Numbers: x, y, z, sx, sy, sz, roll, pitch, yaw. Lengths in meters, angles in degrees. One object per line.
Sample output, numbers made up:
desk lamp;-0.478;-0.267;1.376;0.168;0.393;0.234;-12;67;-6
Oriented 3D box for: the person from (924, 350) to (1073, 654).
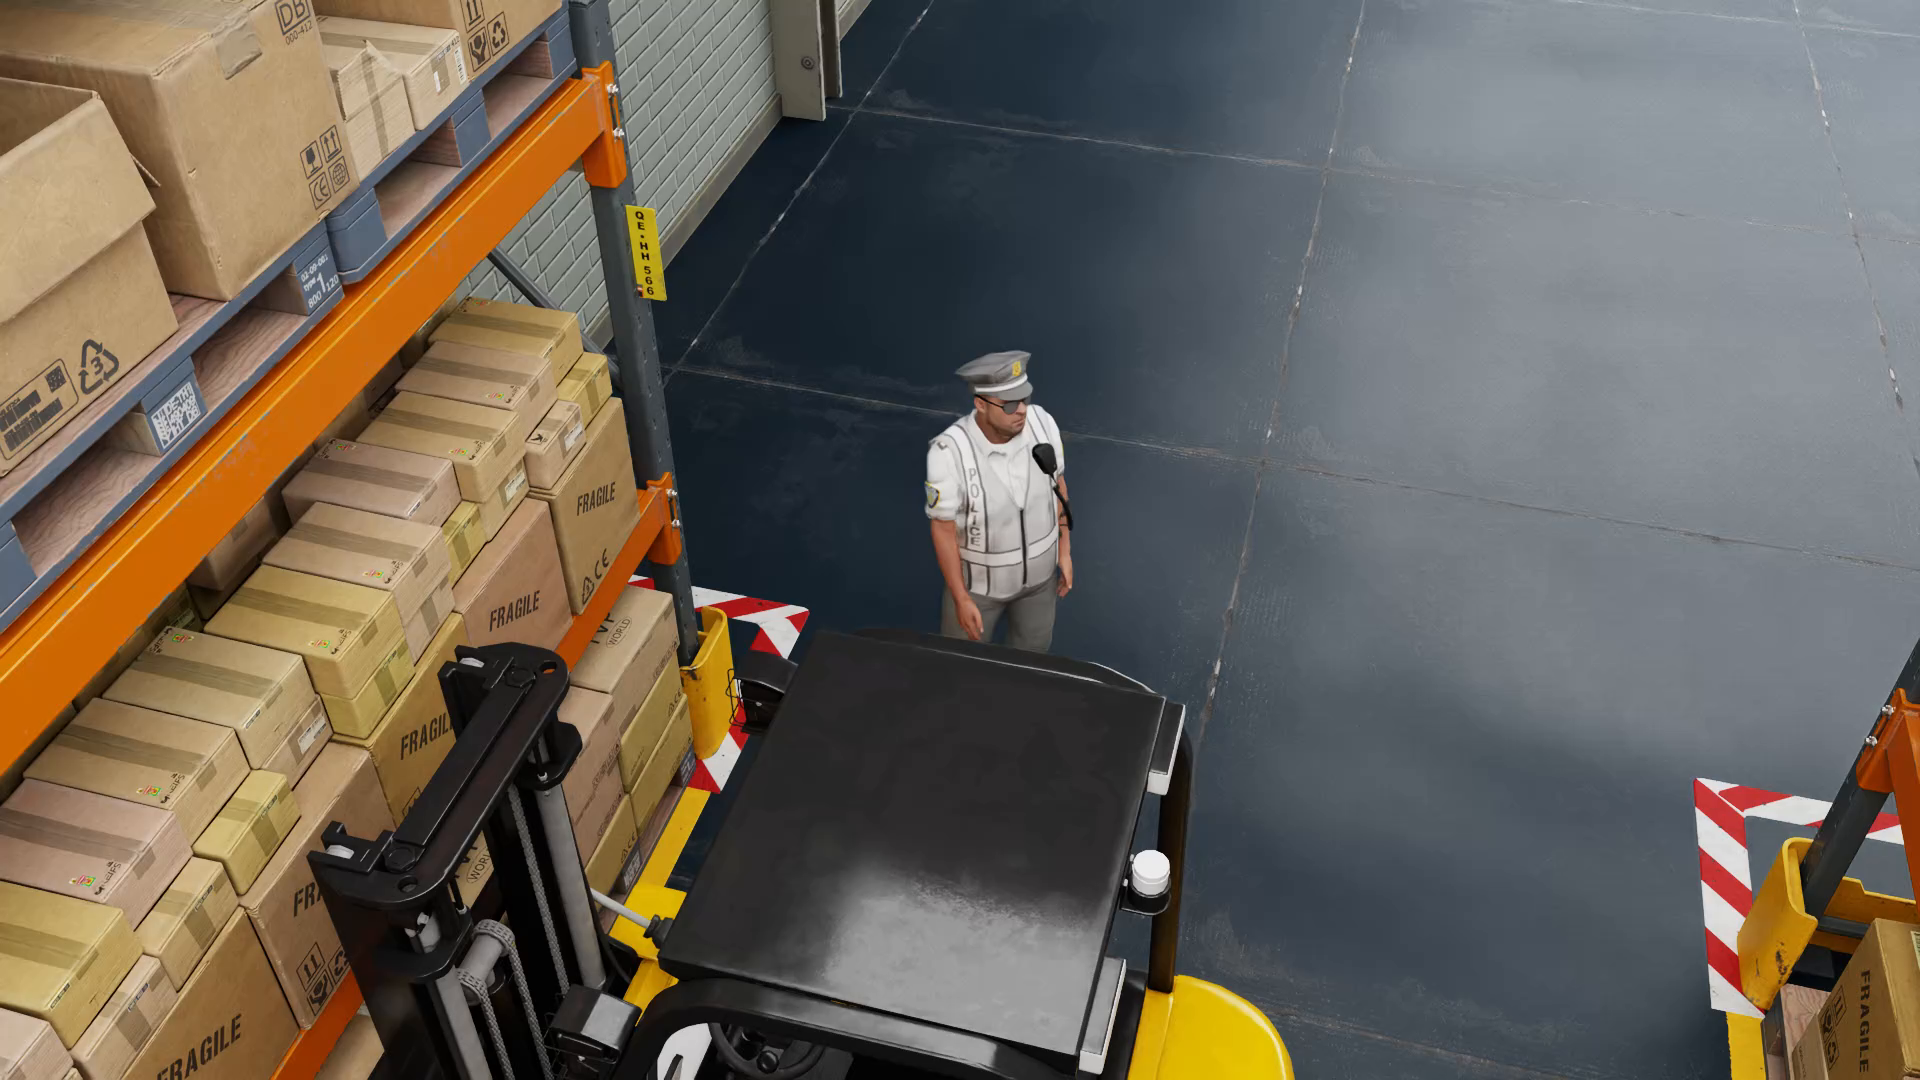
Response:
person;0.133;0.107;5.985;0.611;1.786;0.434;-20;45;-22
